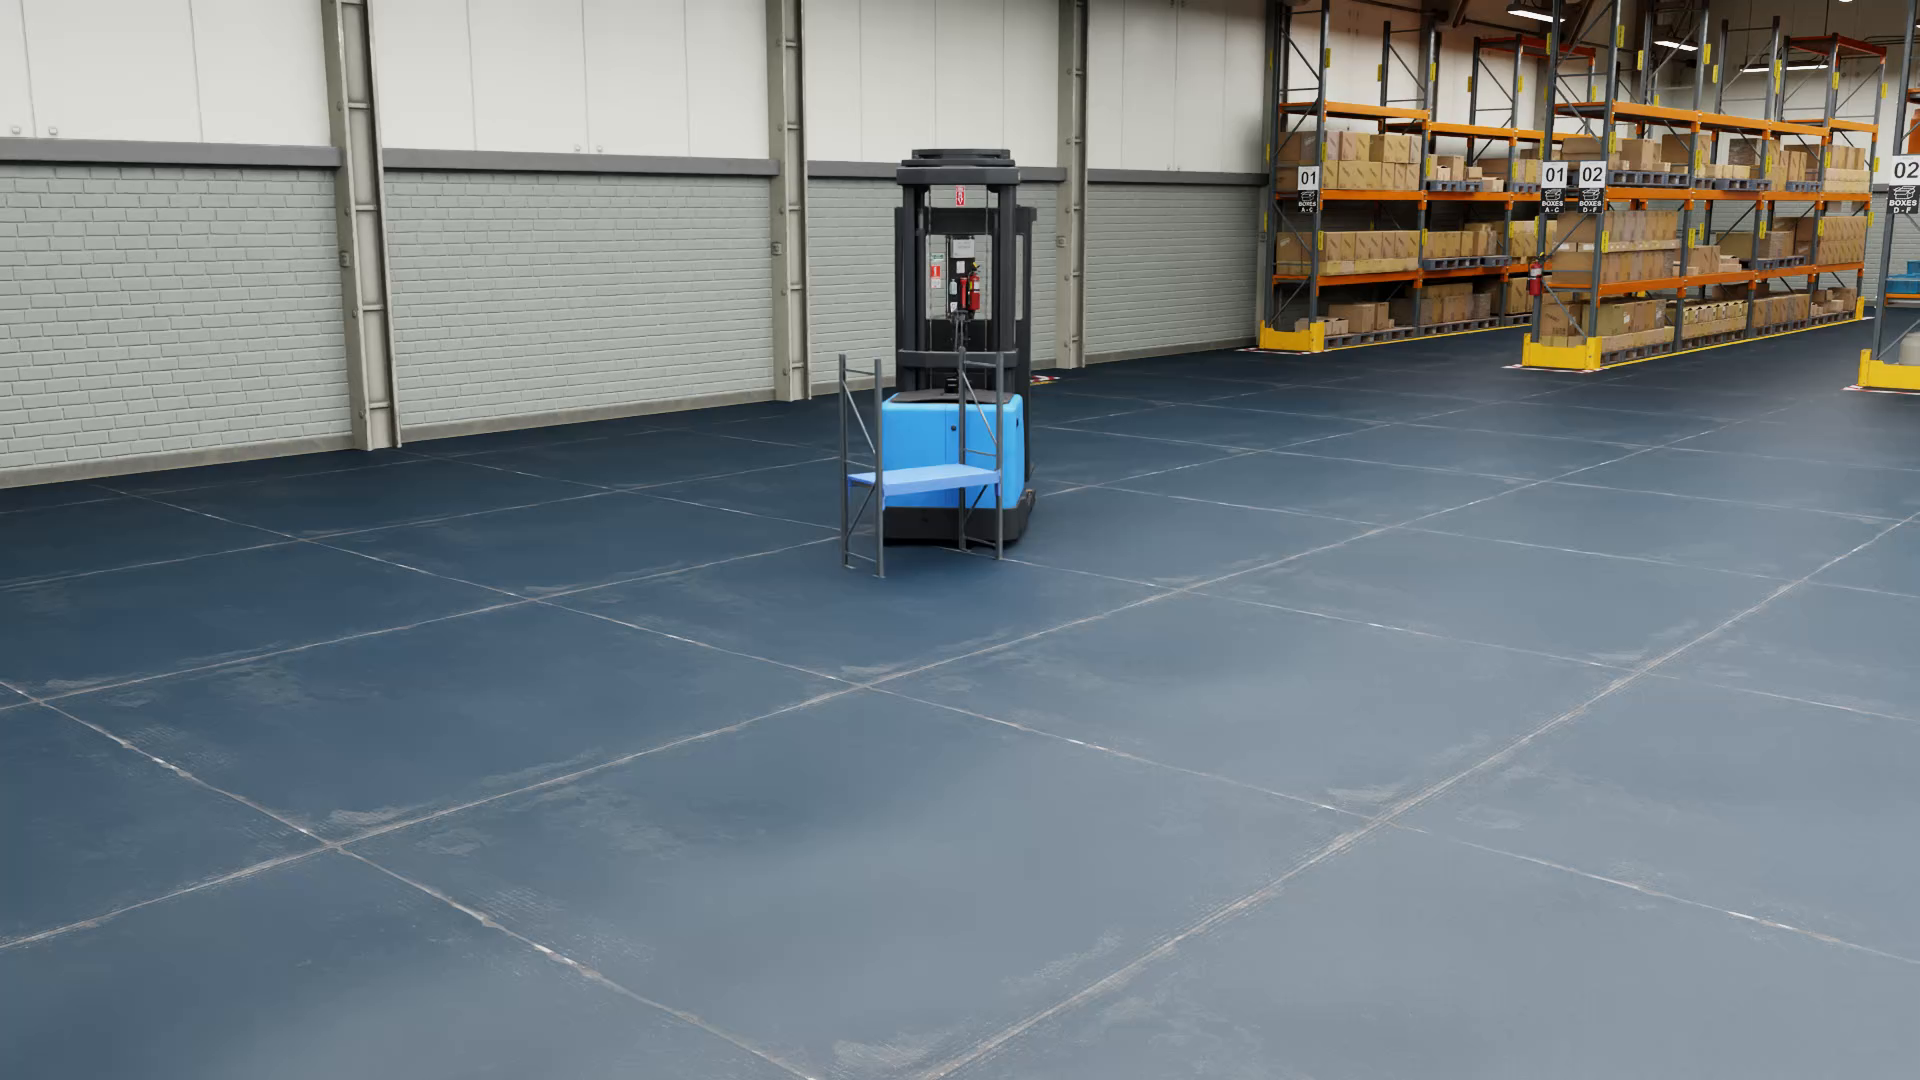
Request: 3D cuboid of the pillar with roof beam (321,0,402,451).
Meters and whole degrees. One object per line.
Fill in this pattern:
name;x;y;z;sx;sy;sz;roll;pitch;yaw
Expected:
pillar with roof beam;-2.942;-4.838;13.959;9.100;9.000;0.400;10;15;40

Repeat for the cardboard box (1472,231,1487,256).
cardboard box;10.523;-6.172;34.575;0.700;0.500;0.500;8;14;35

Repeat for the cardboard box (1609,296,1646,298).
cardboard box;11.716;-4.032;29.275;0.500;0.500;0.500;10;15;40

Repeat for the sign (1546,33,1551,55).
sign;9.219;-7.757;25.987;0.100;0.325;0.005;10;15;40

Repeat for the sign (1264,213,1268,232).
sign;5.490;-5.684;29.746;0.100;0.325;0.005;10;15;40

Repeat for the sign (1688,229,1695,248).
sign;12.675;-5.227;28.808;0.100;0.325;0.005;10;15;40

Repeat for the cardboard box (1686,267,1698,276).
cardboard box;12.996;-4.816;29.804;0.380;0.149;0.250;10;15;40

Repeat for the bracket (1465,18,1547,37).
bracket;11.908;-11.085;36.045;0.076;0.066;4.783;10;15;40

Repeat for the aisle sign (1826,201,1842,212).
aisle sign;20.003;-7.923;38.084;0.394;0.787;0.004;10;15;40

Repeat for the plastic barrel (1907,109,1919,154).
plastic barrel;13.561;-5.581;23.167;0.600;0.830;0.708;10;15;40

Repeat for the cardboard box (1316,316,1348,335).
cardboard box;6.794;-3.957;30.608;0.500;0.311;0.500;-11;15;-43

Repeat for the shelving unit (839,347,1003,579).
shelving unit;-0.266;-0.566;11.717;1.048;1.500;0.538;-8;14;-35

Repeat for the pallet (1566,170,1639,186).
pallet;10.103;-5.775;26.532;1.003;0.211;1.213;10;15;40

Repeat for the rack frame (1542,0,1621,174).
rack frame;9.617;-7.188;25.725;1.000;3.000;0.127;10;15;40

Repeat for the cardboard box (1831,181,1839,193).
cardboard box;18.378;-7.522;35.437;0.500;0.250;0.500;10;15;40

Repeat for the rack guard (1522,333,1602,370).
rack guard;9.601;-3.017;26.540;1.175;0.500;0.348;10;15;40

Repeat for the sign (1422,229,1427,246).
sign;8.947;-5.830;32.033;0.100;0.325;0.005;10;15;40

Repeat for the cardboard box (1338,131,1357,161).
cardboard box;6.699;-6.999;29.576;0.500;0.500;0.500;10;15;40

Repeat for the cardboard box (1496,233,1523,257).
cardboard box;11.687;-6.306;35.561;0.500;0.500;0.500;10;15;42

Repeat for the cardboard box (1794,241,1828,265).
cardboard box;18.080;-6.101;35.341;0.500;0.500;0.500;10;15;42

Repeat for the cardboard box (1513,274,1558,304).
cardboard box;12.899;-5.560;37.306;0.750;0.750;0.750;10;15;42

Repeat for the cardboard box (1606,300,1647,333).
cardboard box;11.130;-3.742;27.822;0.500;0.500;0.500;10;15;40

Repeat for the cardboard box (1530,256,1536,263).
cardboard box;12.394;-6.161;36.491;0.380;0.149;0.250;10;15;41

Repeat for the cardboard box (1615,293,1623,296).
cardboard box;15.738;-6.031;40.557;0.700;0.500;0.500;10;15;40

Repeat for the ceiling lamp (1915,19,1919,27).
ceiling lamp;19.015;-11.343;31.626;0.800;3.185;2.000;10;15;40

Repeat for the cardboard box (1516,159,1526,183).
cardboard box;11.762;-7.962;35.881;0.700;0.500;0.500;9;14;37

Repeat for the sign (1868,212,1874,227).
sign;20.583;-7.248;37.580;0.100;0.325;0.005;10;15;40

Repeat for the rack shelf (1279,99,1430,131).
rack shelf;7.214;-7.768;30.473;1.077;0.370;4.000;10;15;40

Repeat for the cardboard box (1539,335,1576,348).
cardboard box;9.749;-3.221;27.127;0.500;0.250;0.500;10;15;40

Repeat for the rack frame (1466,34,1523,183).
rack frame;11.174;-9.005;34.822;1.000;3.000;0.127;10;15;40

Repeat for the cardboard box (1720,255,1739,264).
cardboard box;14.625;-5.332;31.975;0.500;0.311;0.500;11;16;44

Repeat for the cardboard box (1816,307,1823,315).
cardboard box;18.541;-5.000;36.199;0.380;0.166;0.250;10;15;40

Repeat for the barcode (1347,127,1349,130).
barcode;7.293;-7.728;31.238;0.001;0.075;0.075;10;15;40

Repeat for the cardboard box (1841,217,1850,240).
cardboard box;19.081;-6.812;36.349;0.500;0.500;0.500;10;15;42

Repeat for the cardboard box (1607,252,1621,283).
cardboard box;10.278;-4.440;27.028;0.700;0.500;0.500;10;15;42

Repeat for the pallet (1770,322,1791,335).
pallet;16.225;-4.339;33.899;1.003;0.211;1.213;10;15;40

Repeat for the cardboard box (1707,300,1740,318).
cardboard box;14.399;-4.370;31.447;0.500;0.311;0.500;9;15;39

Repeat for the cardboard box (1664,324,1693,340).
cardboard box;12.710;-3.720;29.624;0.500;0.250;0.500;9;15;39

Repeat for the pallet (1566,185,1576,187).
pallet;13.247;-7.888;37.374;0.805;0.209;1.217;9;14;38

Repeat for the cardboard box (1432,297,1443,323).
cardboard box;9.311;-4.658;33.631;0.700;0.500;0.500;9;15;39

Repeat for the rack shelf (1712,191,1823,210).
rack shelf;16.218;-6.836;33.455;1.077;0.370;4.000;10;15;40

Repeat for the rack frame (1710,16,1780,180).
rack frame;14.898;-8.365;31.618;1.000;3.000;0.127;10;15;40

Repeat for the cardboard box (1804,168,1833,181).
cardboard box;18.046;-7.694;35.021;0.500;0.250;0.500;10;15;40

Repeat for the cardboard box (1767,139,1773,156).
cardboard box;15.527;-7.572;32.497;0.500;0.500;0.500;10;15;40

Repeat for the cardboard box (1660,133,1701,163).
cardboard box;12.694;-6.891;29.294;0.500;0.500;0.500;10;15;41

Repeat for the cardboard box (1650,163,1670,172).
cardboard box;11.667;-6.244;27.870;0.380;0.149;0.250;10;15;40

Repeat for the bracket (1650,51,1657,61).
bracket;17.581;-12.349;42.376;0.235;0.232;0.430;10;15;40

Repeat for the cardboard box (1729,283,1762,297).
cardboard box;16.045;-5.109;33.975;0.500;0.250;0.500;9;15;39

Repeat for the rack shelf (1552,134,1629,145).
rack shelf;15.135;-9.339;39.351;1.077;0.370;4.000;10;15;40

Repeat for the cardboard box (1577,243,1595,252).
cardboard box;10.038;-4.643;26.389;0.380;0.149;0.250;10;15;40

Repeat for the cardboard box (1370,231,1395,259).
cardboard box;7.789;-5.522;31.118;0.500;0.500;0.500;9;15;39

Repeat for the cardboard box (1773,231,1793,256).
cardboard box;17.058;-6.226;34.897;0.700;0.500;0.500;4;12;21

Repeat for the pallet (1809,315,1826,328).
pallet;17.992;-4.745;35.930;1.003;0.211;1.213;10;15;40

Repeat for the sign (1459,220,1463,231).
sign;10.755;-6.702;35.653;0.100;0.325;0.005;10;15;40

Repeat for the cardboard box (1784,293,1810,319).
cardboard box;17.428;-4.892;34.805;0.500;0.500;0.500;10;15;40

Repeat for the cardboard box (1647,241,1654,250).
cardboard box;11.400;-4.948;27.912;0.380;0.149;0.250;10;15;42

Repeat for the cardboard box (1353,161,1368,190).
cardboard box;7.023;-6.584;30.053;0.500;0.500;0.500;11;16;43

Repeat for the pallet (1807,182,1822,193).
pallet;17.055;-7.304;34.442;1.213;0.211;1.003;10;15;40

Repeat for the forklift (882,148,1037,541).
forklift;0.051;-1.665;13.566;1.130;2.935;3.031;1;11;6

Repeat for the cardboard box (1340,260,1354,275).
cardboard box;6.786;-4.931;30.075;0.500;0.250;0.500;9;15;39
